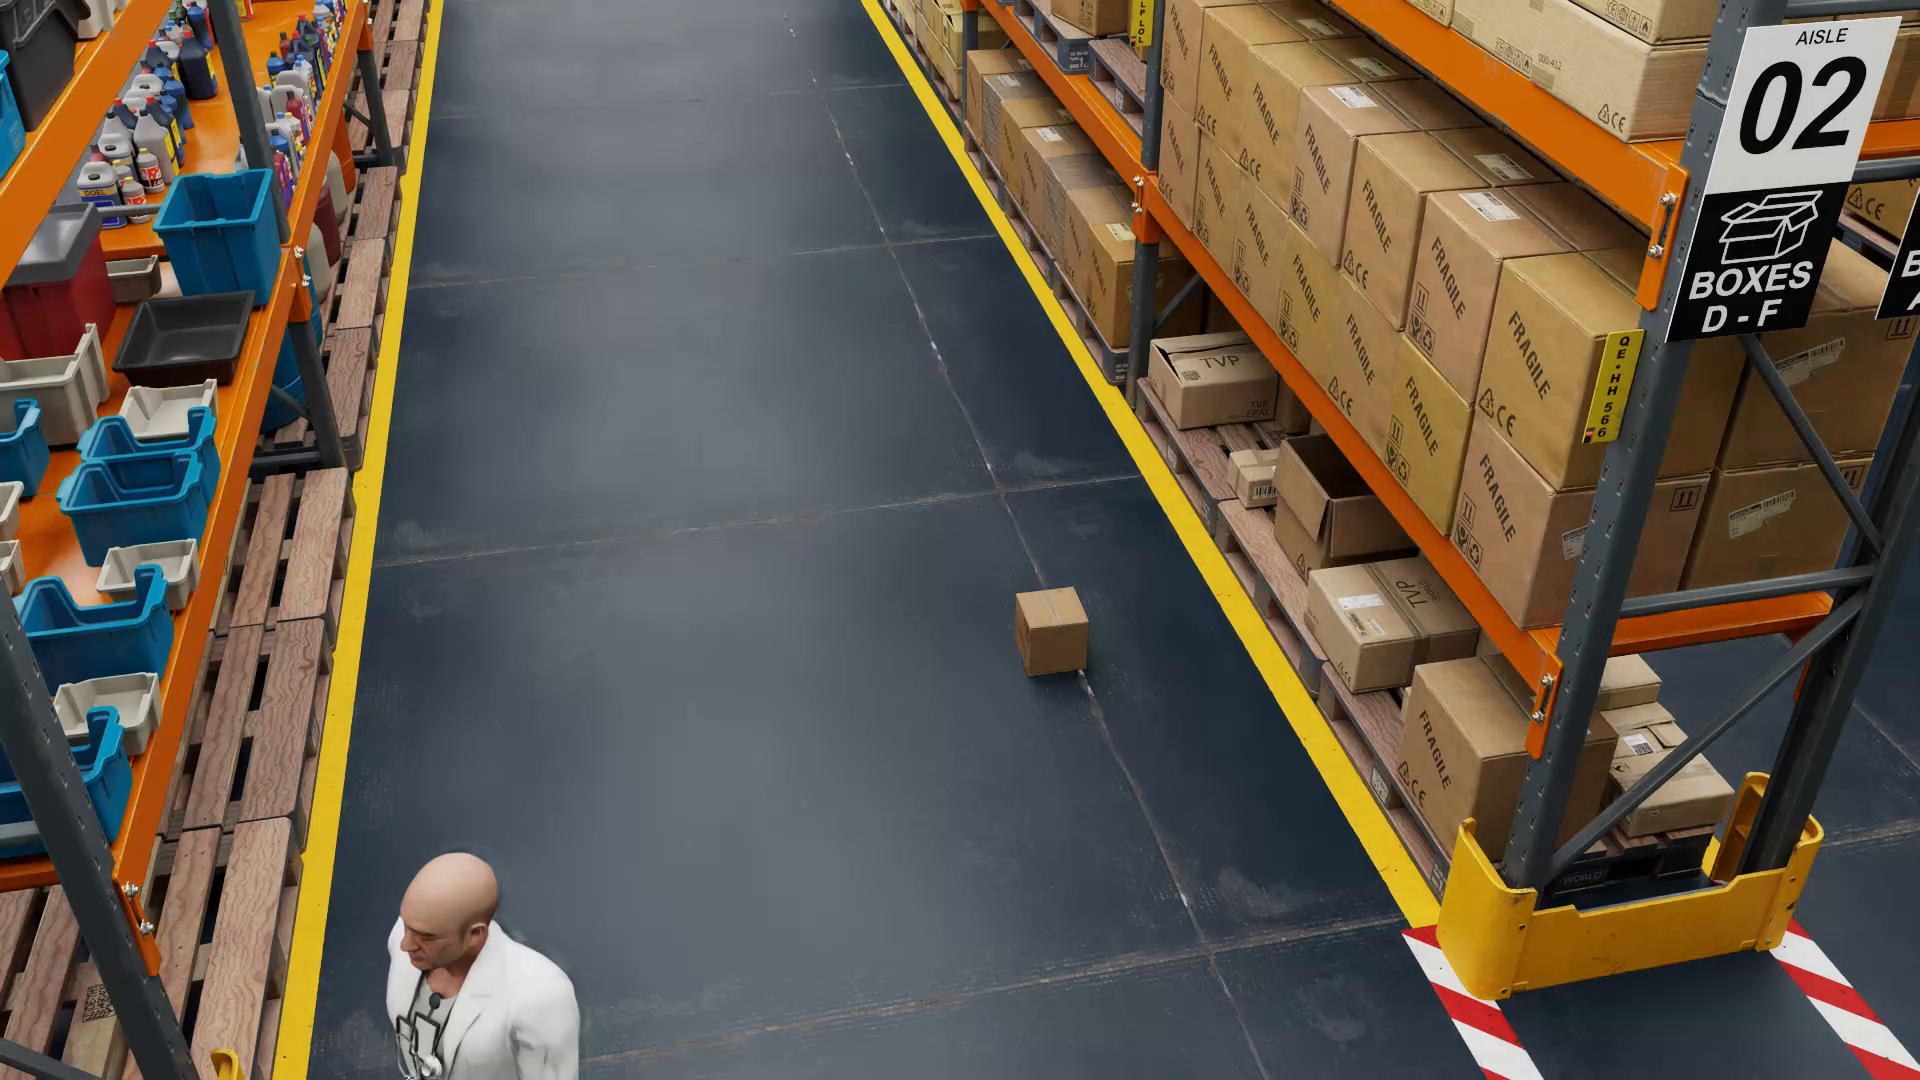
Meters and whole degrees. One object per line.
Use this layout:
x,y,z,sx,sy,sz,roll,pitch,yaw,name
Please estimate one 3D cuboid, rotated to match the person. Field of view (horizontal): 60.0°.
-1.108,1.458,4.000,0.588,1.830,0.608,16,37,23,person
